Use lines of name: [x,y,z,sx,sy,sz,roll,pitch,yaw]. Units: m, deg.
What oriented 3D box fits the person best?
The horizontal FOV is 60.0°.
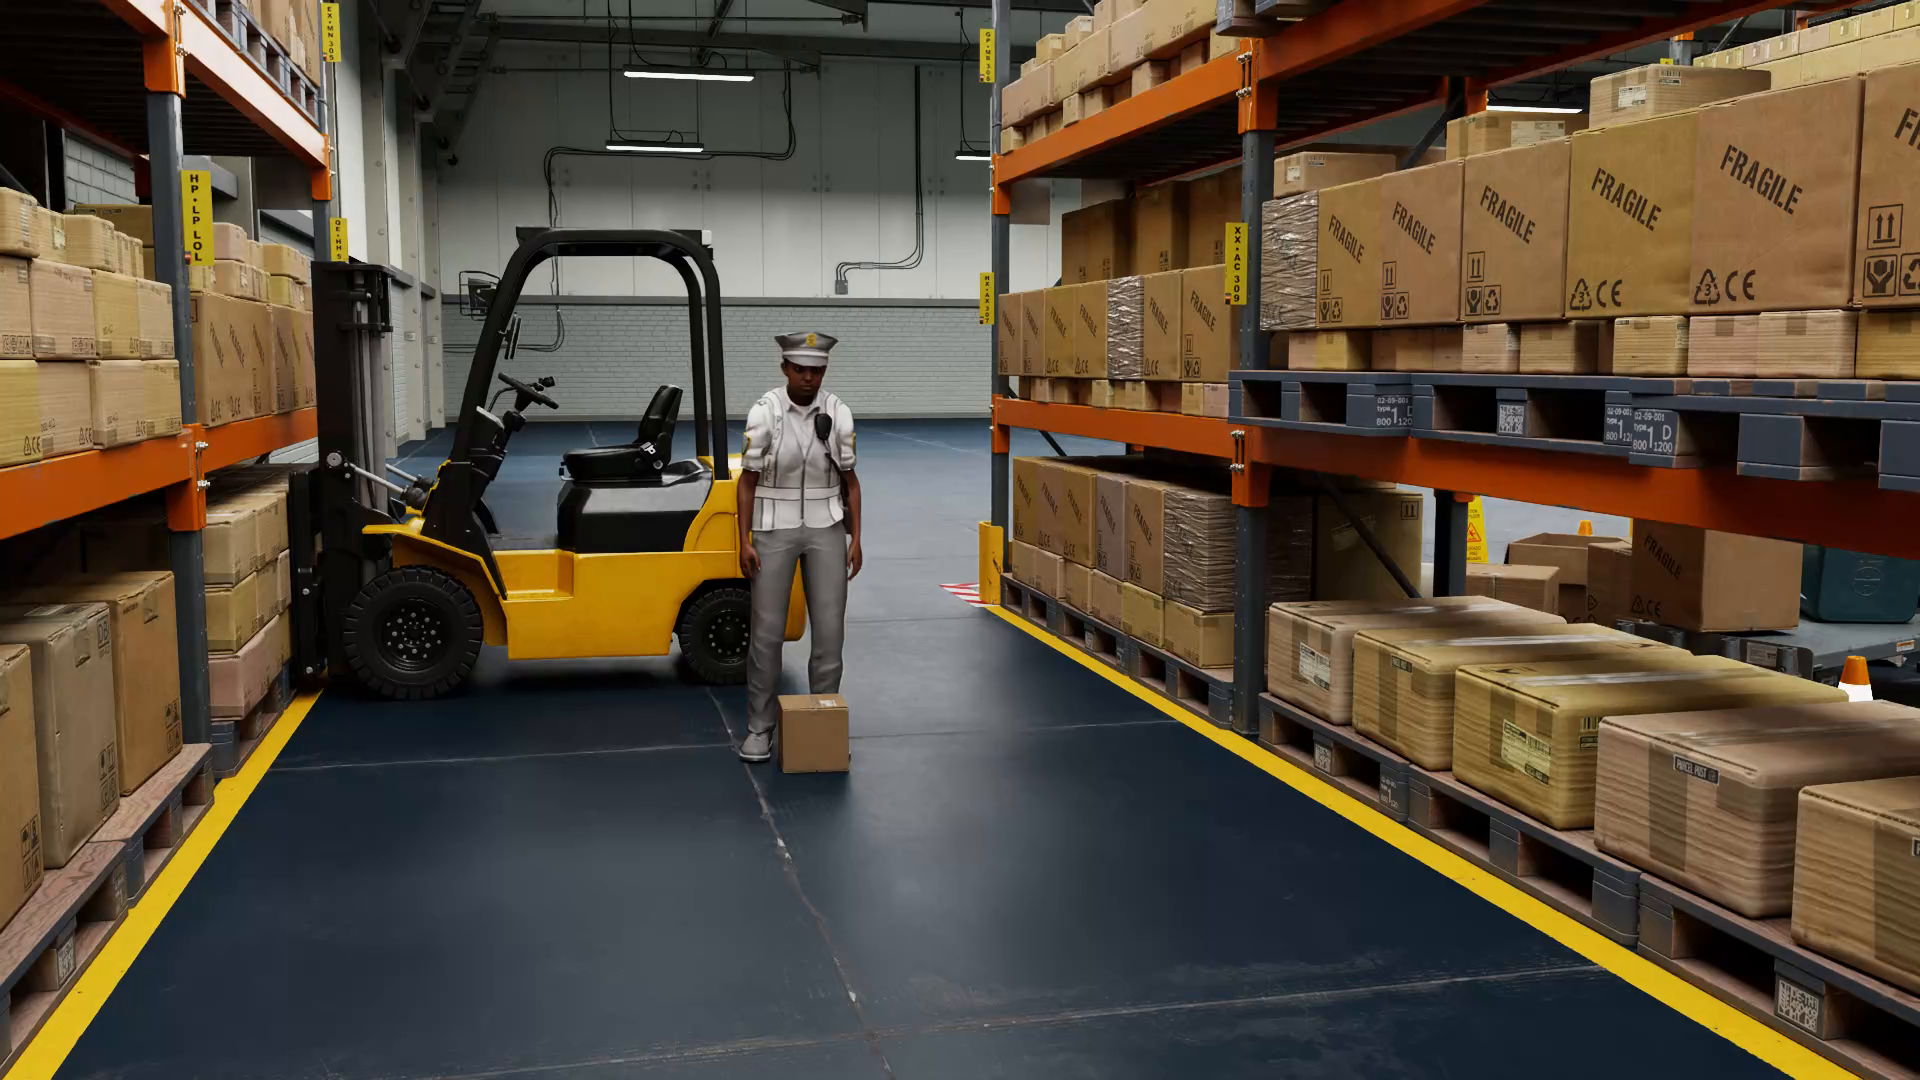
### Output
person: [-0.630,0.017,6.523,0.506,1.660,0.415,-1,6,-13]
